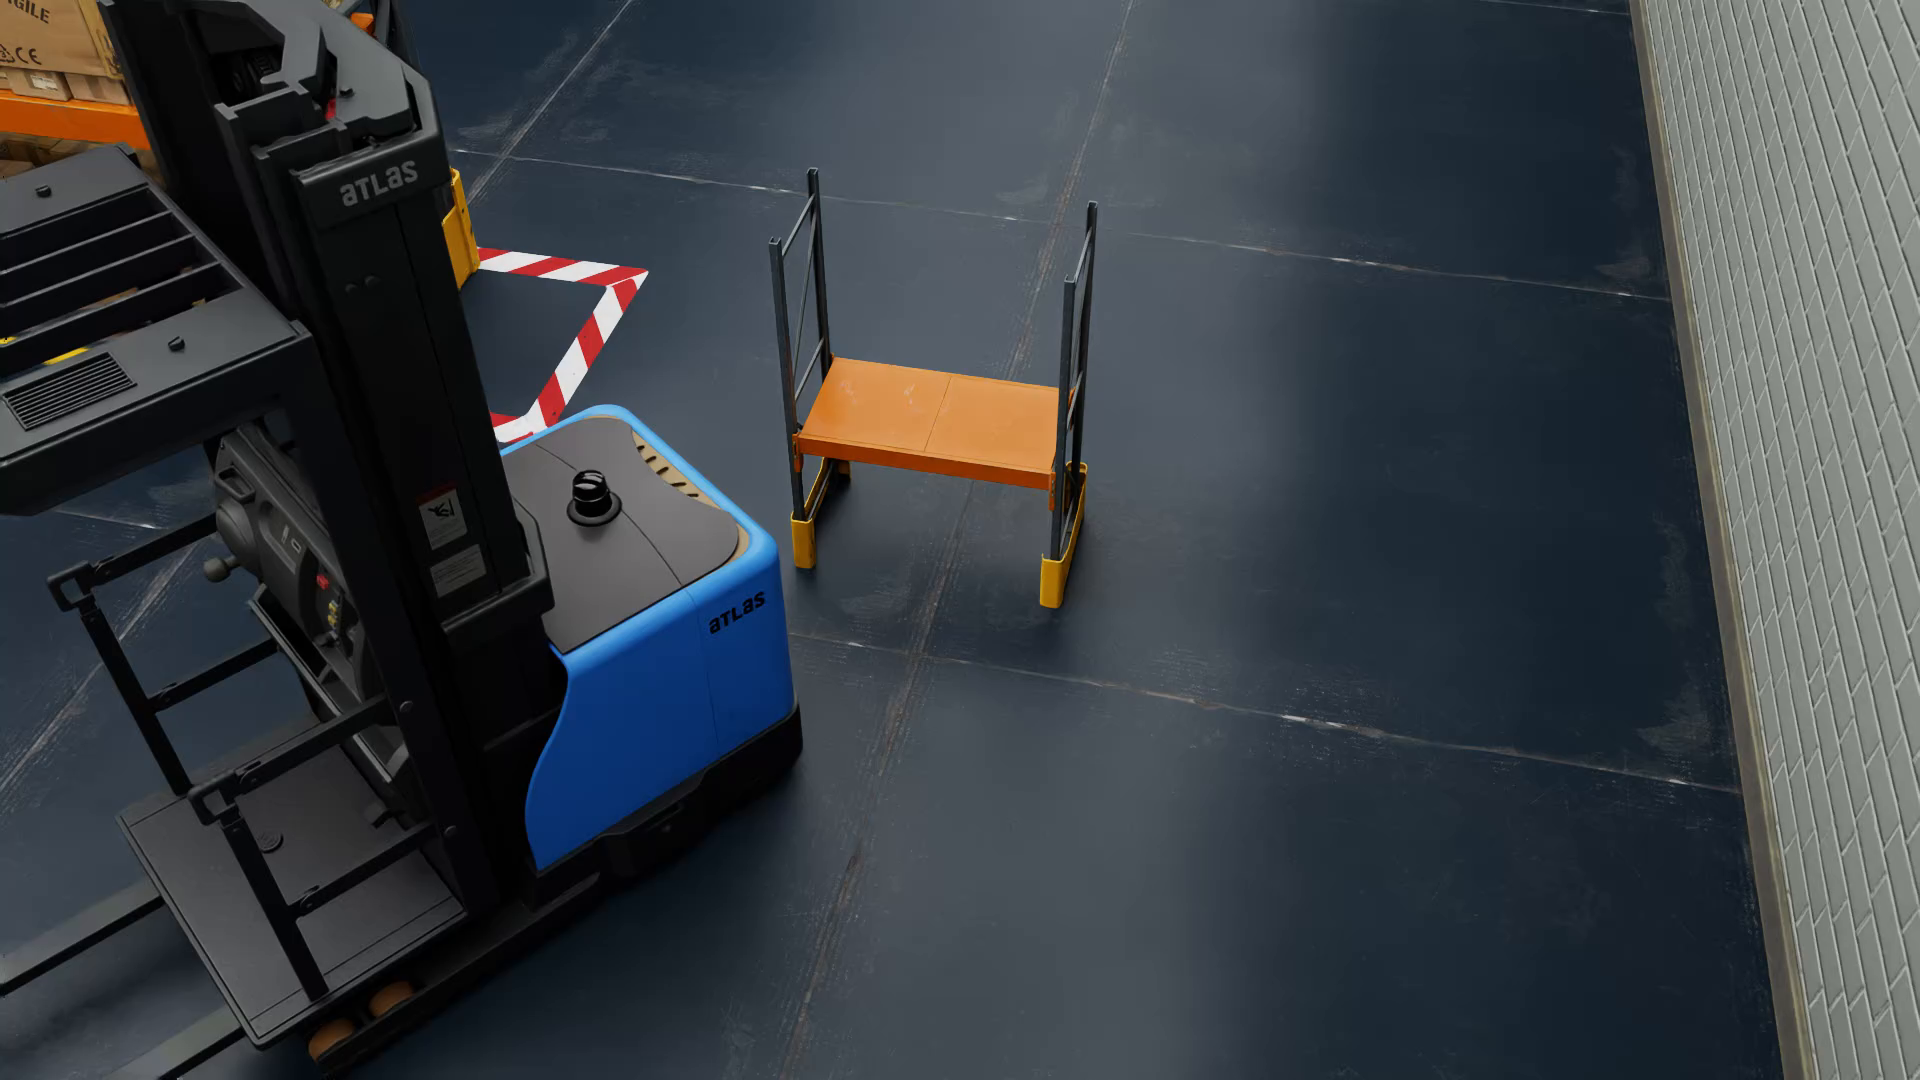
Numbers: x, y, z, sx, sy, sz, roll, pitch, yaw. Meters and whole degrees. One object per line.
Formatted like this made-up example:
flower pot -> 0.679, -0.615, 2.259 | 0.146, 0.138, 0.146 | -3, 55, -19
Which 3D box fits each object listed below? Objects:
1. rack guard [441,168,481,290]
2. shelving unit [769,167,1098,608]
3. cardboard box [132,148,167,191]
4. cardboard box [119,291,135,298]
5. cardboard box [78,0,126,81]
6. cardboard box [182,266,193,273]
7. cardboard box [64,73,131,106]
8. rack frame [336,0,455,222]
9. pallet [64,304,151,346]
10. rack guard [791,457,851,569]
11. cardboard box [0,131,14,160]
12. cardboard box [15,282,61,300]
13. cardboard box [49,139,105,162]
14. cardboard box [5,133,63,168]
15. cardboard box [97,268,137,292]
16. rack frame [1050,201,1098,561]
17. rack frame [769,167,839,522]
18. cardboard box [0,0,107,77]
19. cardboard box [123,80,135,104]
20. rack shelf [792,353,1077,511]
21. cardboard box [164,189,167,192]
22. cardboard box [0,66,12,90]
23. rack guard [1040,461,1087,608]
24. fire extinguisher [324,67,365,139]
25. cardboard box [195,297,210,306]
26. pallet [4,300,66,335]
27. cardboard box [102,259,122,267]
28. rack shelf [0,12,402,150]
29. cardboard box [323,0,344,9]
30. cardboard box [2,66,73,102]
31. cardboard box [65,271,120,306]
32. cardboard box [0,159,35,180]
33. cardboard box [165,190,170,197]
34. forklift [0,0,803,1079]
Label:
rack guard -> -2.634, -1.195, 7.631 | 0.348, 0.500, 1.175 | 9, 45, 9
shelving unit -> -0.074, -0.552, 6.242 | 1.083, 1.500, 0.587 | 9, 45, 9
cardboard box -> -3.771, -1.799, 7.780 | 0.250, 0.149, 0.380 | 7, 44, 7
cardboard box -> -3.631, -1.216, 7.603 | 0.250, 0.149, 0.380 | 9, 45, 9
cardboard box -> -3.055, -2.121, 6.504 | 0.500, 0.500, 0.500 | 10, 45, 10
cardboard box -> -3.381, -1.279, 7.454 | 0.250, 0.149, 0.380 | 8, 44, 8
cardboard box -> -3.423, -1.943, 6.787 | 0.250, 0.149, 0.380 | 8, 45, 9
rack frame -> -2.560, -2.084, 6.753 | 0.127, 3.000, 1.000 | 9, 45, 9
pallet -> -3.419, -1.238, 7.884 | 1.213, 0.211, 1.003 | 9, 45, 9
rack guard -> -0.560, -0.177, 6.754 | 0.087, 0.250, 0.587 | 9, 45, 9
cardboard box -> -4.552, -1.891, 7.876 | 0.250, 0.149, 0.380 | 9, 45, 9
cardboard box -> -4.138, -1.241, 7.629 | 0.250, 0.149, 0.380 | 7, 44, 7
cardboard box -> -4.039, -1.847, 7.830 | 0.250, 0.149, 0.380 | 10, 45, 11
cardboard box -> -4.286, -1.918, 7.904 | 0.250, 0.149, 0.380 | 9, 45, 10
cardboard box -> -3.645, -1.280, 7.455 | 0.250, 0.149, 0.380 | 7, 44, 7
rack frame -> 0.413, -0.476, 6.163 | 0.032, 1.500, 0.500 | 9, 45, 9
rack frame -> -0.579, -0.630, 6.323 | 0.032, 1.500, 0.500 | 9, 45, 9
cardboard box -> -3.556, -2.203, 6.589 | 0.500, 0.500, 0.500 | 8, 45, 8
cardboard box -> -3.175, -1.915, 6.758 | 0.250, 0.149, 0.380 | 9, 45, 9
rack shelf -> -0.083, -0.424, 6.368 | 1.000, 0.185, 0.538 | 9, 45, 9
cardboard box -> -3.755, -1.738, 7.931 | 0.250, 0.149, 0.380 | 10, 45, 10
cardboard box -> -3.927, -2.025, 6.872 | 0.250, 0.149, 0.380 | 7, 44, 7
rack guard -> 0.412, -0.026, 6.597 | 0.087, 0.250, 0.587 | 9, 45, 9
fire extinguisher -> -2.415, -1.572, 6.545 | 0.183, 0.674, 0.296 | 9, 45, 9
cardboard box -> -3.392, -1.118, 7.501 | 0.250, 0.149, 0.380 | 10, 45, 10
pallet -> -4.606, -1.424, 8.078 | 1.213, 0.211, 1.003 | 9, 45, 9
cardboard box -> -3.645, -1.362, 7.326 | 0.250, 0.149, 0.380 | 8, 44, 8
rack shelf -> -4.512, -2.128, 7.317 | 4.000, 0.370, 1.077 | 9, 45, 9
cardboard box -> -2.805, -2.265, 7.121 | 0.250, 0.149, 0.380 | 8, 45, 9
cardboard box -> -3.677, -1.966, 6.810 | 0.250, 0.149, 0.380 | 10, 45, 10
cardboard box -> -3.875, -1.244, 7.633 | 0.250, 0.149, 0.380 | 9, 45, 9
cardboard box -> -4.391, -1.562, 7.534 | 0.250, 0.149, 0.380 | 7, 44, 8
cardboard box -> -3.528, -1.626, 7.814 | 0.250, 0.149, 0.380 | 9, 45, 10
forklift -> -1.999, 0.147, 4.483 | 3.031, 2.935, 1.130 | -31, 52, -28
